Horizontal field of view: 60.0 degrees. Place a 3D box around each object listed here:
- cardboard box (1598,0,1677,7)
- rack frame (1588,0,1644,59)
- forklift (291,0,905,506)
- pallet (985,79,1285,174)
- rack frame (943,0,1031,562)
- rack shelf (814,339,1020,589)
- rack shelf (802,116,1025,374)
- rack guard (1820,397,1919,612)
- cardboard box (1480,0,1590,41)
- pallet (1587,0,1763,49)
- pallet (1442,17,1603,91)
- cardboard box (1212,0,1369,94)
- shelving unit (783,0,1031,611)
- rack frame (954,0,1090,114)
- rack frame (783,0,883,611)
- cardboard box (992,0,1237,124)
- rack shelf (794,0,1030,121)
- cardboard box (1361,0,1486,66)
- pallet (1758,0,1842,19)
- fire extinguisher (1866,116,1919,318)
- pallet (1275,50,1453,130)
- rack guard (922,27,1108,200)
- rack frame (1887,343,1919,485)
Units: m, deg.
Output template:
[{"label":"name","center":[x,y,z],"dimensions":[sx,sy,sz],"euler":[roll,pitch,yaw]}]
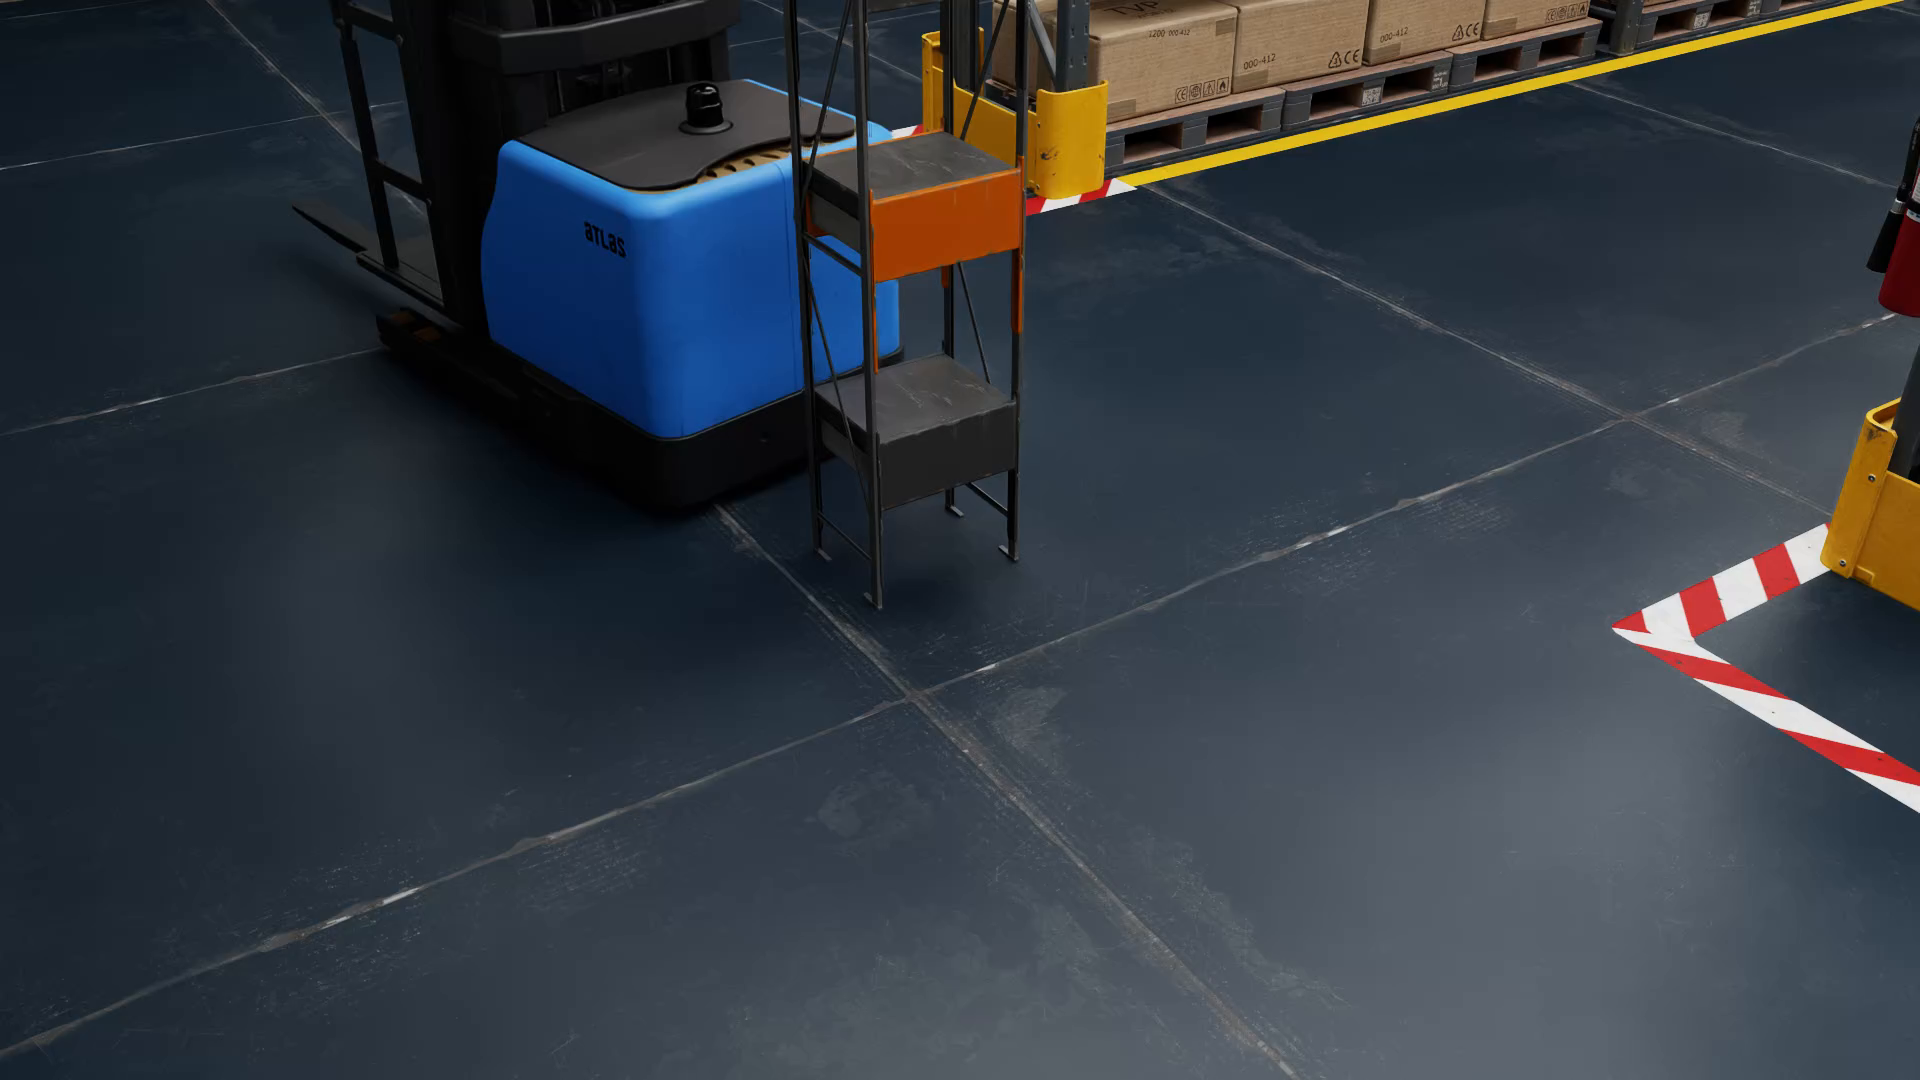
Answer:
[{"label":"cardboard box","center":[4.106,-3.814,10.083],"dimensions":[0.875,0.875,0.875],"euler":[-18,36,-26]},{"label":"rack frame","center":[3.629,-4.320,9.287],"dimensions":[0.127,3.000,1.000],"euler":[-19,37,-27]},{"label":"forklift","center":[-1.576,-2.038,5.733],"dimensions":[1.130,2.935,3.031],"euler":[-27,41,-36]},{"label":"pallet","center":[0.896,-2.251,8.620],"dimensions":[1.213,0.211,1.003],"euler":[-19,37,-27]},{"label":"rack frame","center":[0.066,-0.911,4.726],"dimensions":[0.015,2.100,0.400],"euler":[-19,37,-27]},{"label":"rack shelf","center":[-0.139,-0.237,4.995],"dimensions":[0.480,0.518,0.431],"euler":[-19,37,-27]},{"label":"rack shelf","center":[-0.139,-0.829,4.621],"dimensions":[0.480,0.518,0.431],"euler":[-19,37,-27]},{"label":"rack guard","center":[3.097,0.062,4.683],"dimensions":[0.348,0.500,1.175],"euler":[-19,37,-27]},{"label":"cardboard box","center":[3.043,-3.281,9.647],"dimensions":[0.875,0.438,0.875],"euler":[-20,37,-28]},{"label":"pallet","center":[4.236,-3.398,10.438],"dimensions":[1.213,0.211,1.003],"euler":[-19,37,-27]},{"label":"pallet","center":[2.947,-2.956,9.738],"dimensions":[1.213,0.211,1.003],"euler":[-19,37,-27]},{"label":"cardboard box","center":[1.532,-2.762,8.824],"dimensions":[0.875,0.438,0.875],"euler":[-18,36,-26]},{"label":"shelving unit","center":[-0.139,-0.840,4.614],"dimensions":[0.503,2.100,0.431],"euler":[-19,37,-27]},{"label":"rack frame","center":[0.267,-3.164,7.454],"dimensions":[0.127,3.000,1.000],"euler":[-19,37,-27]},{"label":"rack frame","center":[-0.344,-0.770,4.502],"dimensions":[0.015,2.100,0.400],"euler":[-19,37,-27]},{"label":"cardboard box","center":[0.767,-2.493,8.399],"dimensions":[0.875,0.438,0.875],"euler":[-20,38,-29]},{"label":"rack shelf","center":[-0.139,-1.421,4.248],"dimensions":[0.480,0.518,0.431],"euler":[-19,37,-27]},{"label":"cardboard box","center":[2.291,-3.022,9.236],"dimensions":[0.875,0.438,0.875],"euler":[-20,37,-29]},{"label":"pallet","center":[5.263,-3.752,11.001],"dimensions":[1.213,0.211,1.003],"euler":[-19,37,-27]},{"label":"fire extinguisher","center":[2.572,-0.917,4.314],"dimensions":[0.183,0.674,0.296],"euler":[-19,37,-27]},{"label":"pallet","center":[1.921,-2.601,9.176],"dimensions":[1.213,0.211,1.003],"euler":[-19,37,-27]},{"label":"rack guard","center":[0.246,-2.100,8.110],"dimensions":[0.348,0.500,1.175],"euler":[-19,37,-27]},{"label":"rack frame","center":[3.034,-0.973,3.981],"dimensions":[0.127,3.000,1.000],"euler":[-19,37,-27]}]
